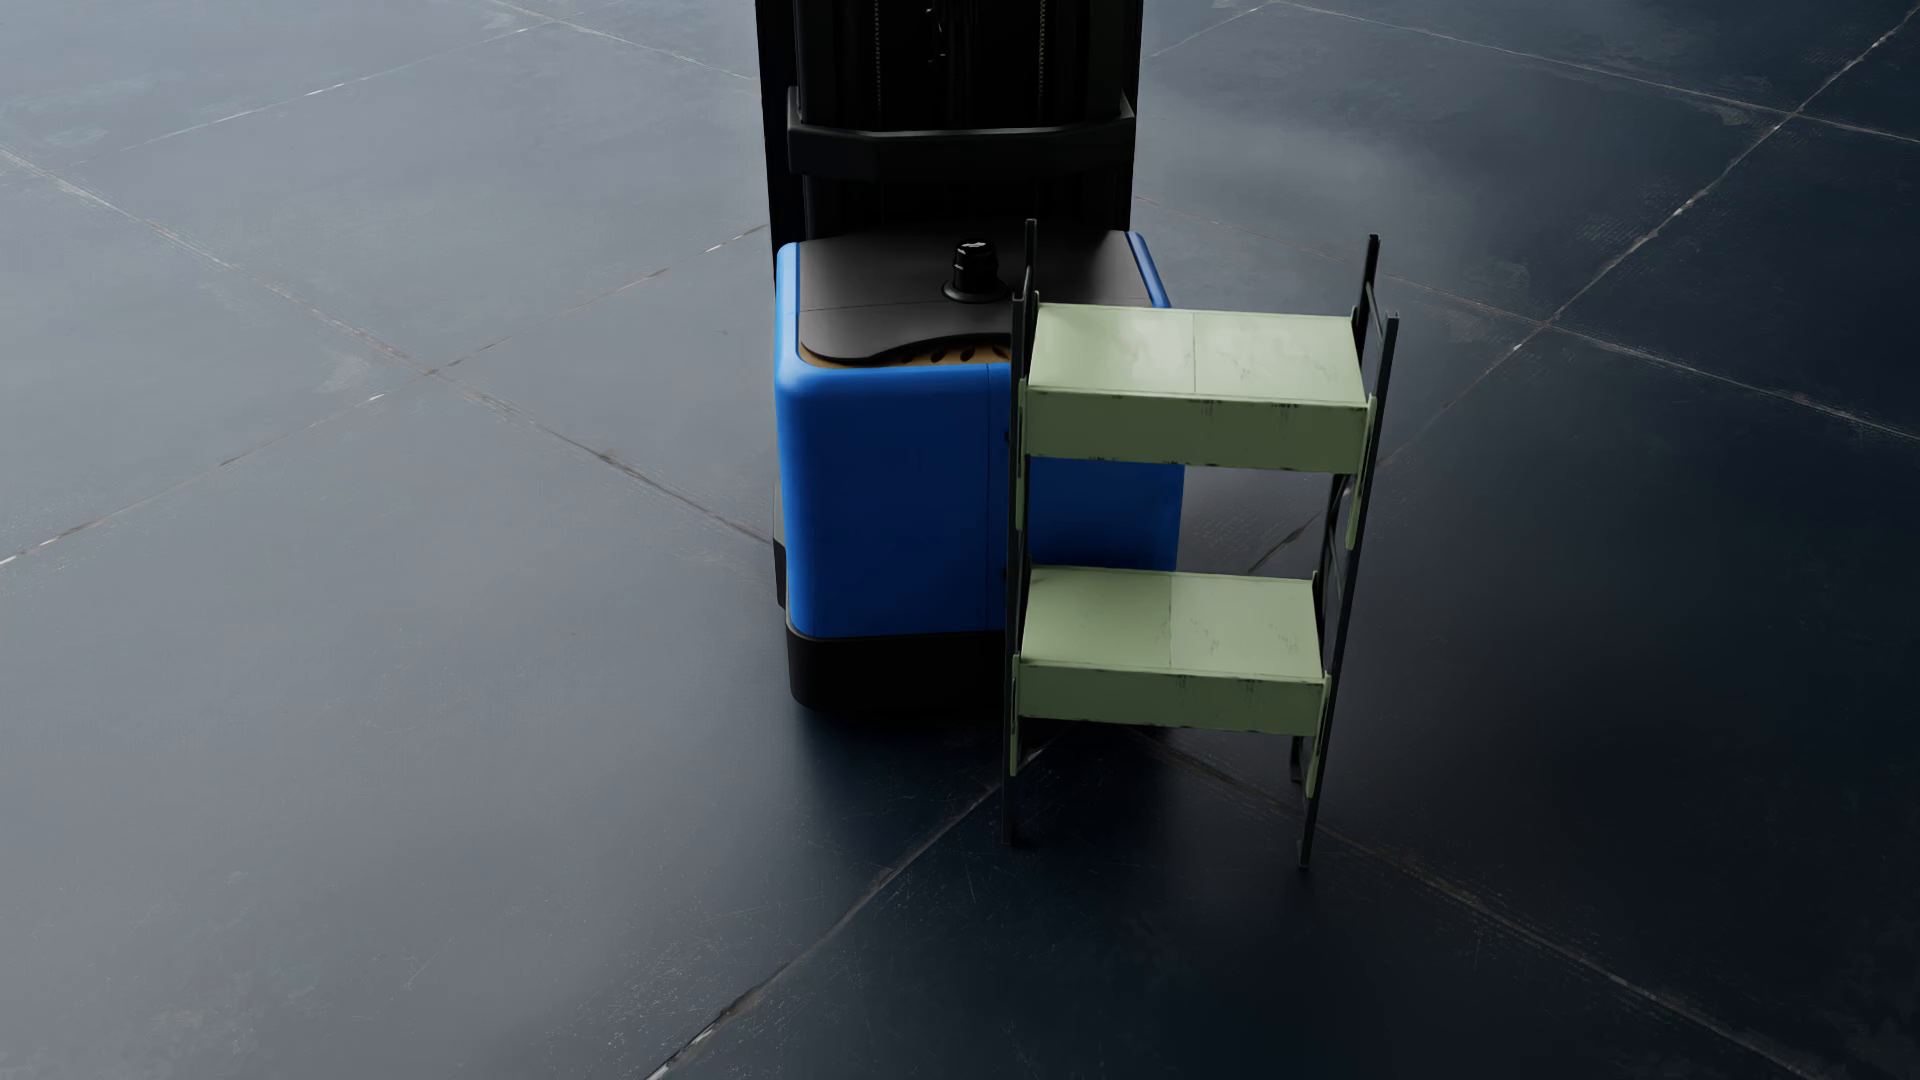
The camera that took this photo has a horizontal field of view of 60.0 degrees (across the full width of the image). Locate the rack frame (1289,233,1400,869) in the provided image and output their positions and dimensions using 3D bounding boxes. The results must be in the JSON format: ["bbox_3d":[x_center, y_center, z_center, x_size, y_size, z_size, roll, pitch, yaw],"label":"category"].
[{"bbox_3d":[0.863,0.075,3.815,0.023,1.500,0.400,3,35,5],"label":"rack frame"}]

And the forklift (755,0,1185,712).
[{"bbox_3d":[-0.050,-1.561,4.934,1.130,2.935,3.031,-3,35,-4],"label":"forklift"}]

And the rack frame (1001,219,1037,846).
[{"bbox_3d":[0.135,0.032,3.878,0.023,1.500,0.400,3,35,5],"label":"rack frame"}]

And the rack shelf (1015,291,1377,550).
[{"bbox_3d":[0.499,-0.268,3.625,0.720,0.370,0.431,3,35,5],"label":"rack shelf"}]

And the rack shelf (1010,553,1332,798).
[{"bbox_3d":[0.499,0.322,4.032,0.720,0.370,0.431,3,35,5],"label":"rack shelf"}]

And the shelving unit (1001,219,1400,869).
[{"bbox_3d":[0.499,0.054,3.847,0.755,1.500,0.431,3,35,5],"label":"shelving unit"}]
